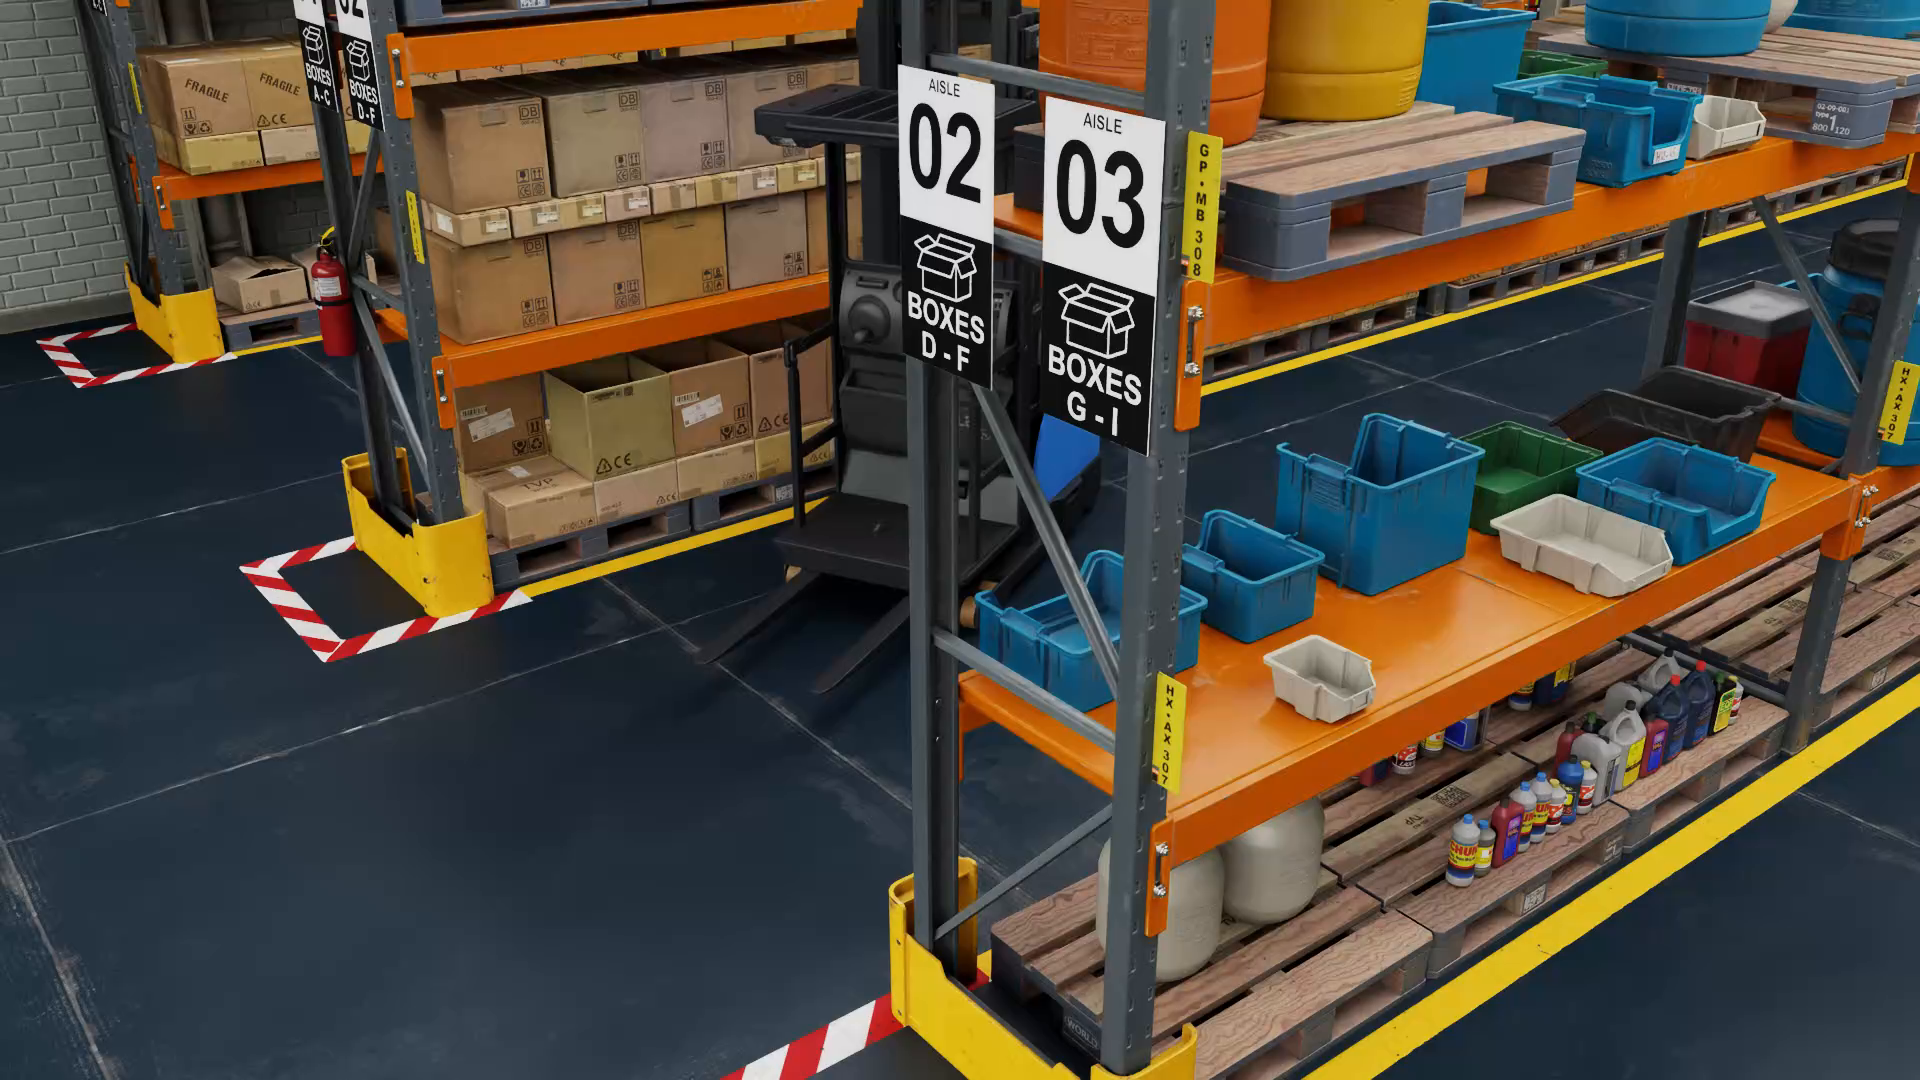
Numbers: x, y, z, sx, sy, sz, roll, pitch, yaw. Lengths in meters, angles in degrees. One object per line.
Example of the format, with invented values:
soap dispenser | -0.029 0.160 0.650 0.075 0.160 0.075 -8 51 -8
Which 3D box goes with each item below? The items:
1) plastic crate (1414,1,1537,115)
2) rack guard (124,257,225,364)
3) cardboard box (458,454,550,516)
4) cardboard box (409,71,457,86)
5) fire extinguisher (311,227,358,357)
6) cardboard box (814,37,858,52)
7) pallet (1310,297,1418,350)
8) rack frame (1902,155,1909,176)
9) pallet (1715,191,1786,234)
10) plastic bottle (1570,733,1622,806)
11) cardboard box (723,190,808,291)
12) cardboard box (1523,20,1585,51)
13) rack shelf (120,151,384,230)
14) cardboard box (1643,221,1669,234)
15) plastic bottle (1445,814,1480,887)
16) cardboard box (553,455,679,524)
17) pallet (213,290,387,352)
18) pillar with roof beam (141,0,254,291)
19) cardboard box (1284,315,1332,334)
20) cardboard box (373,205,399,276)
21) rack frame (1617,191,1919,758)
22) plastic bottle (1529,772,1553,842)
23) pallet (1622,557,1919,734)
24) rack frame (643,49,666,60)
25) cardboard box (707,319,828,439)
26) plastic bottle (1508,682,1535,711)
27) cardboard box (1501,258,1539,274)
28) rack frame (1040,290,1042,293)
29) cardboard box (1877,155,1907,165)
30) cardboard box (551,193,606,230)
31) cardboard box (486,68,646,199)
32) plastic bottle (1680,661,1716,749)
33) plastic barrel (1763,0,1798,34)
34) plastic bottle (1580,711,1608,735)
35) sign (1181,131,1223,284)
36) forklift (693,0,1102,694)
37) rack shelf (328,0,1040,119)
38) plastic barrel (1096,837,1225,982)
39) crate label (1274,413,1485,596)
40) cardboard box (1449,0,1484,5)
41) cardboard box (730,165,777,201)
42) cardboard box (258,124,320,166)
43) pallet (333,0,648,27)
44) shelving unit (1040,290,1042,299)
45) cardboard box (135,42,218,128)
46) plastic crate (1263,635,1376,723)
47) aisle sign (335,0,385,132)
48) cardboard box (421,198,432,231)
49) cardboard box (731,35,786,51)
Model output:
plastic crate | 1.516 -1.507 5.389 0.575 0.384 0.392 -18 31 -34
rack guard | -5.852 -1.726 12.375 0.348 0.500 1.175 -18 31 -34
cardboard box | -2.612 -0.380 9.274 0.500 0.250 0.500 -18 31 -34
cardboard box | -4.146 -3.541 12.580 0.500 0.500 0.500 -17 30 -32
fire extinguisher | -3.232 -1.288 8.554 0.183 0.674 0.296 -18 31 -34
cardboard box | -0.447 -2.624 9.680 0.500 0.500 0.700 -18 31 -34
pallet | 2.771 -1.812 12.904 1.213 0.211 1.003 -18 31 -34
rack frame | 9.739 -5.356 17.228 0.127 3.000 1.000 -18 31 -34
pallet | 7.132 -3.230 15.960 1.213 0.211 1.003 -18 31 -34
plastic bottle | 2.485 0.876 6.512 0.135 0.276 0.152 -18 30 -33
cardboard box | -1.260 -1.765 9.372 0.500 0.500 0.700 -17 30 -33
cardboard box | 4.707 -3.889 13.449 0.500 0.500 0.700 -12 28 -24
rack shelf | -4.338 -3.033 13.077 4.000 0.370 1.077 -18 31 -34
cardboard box | 5.985 -3.034 14.671 0.500 0.500 0.500 -18 30 -34
plastic bottle | 1.821 1.112 6.009 0.097 0.271 0.097 0 25 0
cardboard box | -1.902 -0.340 9.187 0.500 0.250 0.500 -18 31 -34
pallet | -5.191 -1.794 12.865 1.213 0.211 1.003 -18 31 -34
pillar with roof beam | -3.238 -4.603 8.480 0.400 9.000 9.100 -18 31 -34
cardboard box | 2.379 -1.739 12.202 0.500 0.250 0.500 -17 30 -33
cardboard box | -4.255 -2.378 13.257 0.500 0.500 0.700 -21 32 -37
rack frame | 3.349 -0.597 6.973 0.127 3.000 1.000 -18 31 -34
plastic bottle | 2.169 0.997 6.257 0.097 0.271 0.097 0 25 0
pallet | 3.943 0.451 8.028 1.213 0.211 1.003 -18 31 -34
rack frame | -2.764 -3.879 14.045 0.127 3.000 1.000 -18 31 -34
cardboard box | -1.111 -0.938 9.584 0.500 0.500 0.500 -18 31 -34
plastic bottle | 2.418 0.591 7.132 0.097 0.271 0.097 0 25 0
cardboard box | 4.386 -2.505 13.532 0.500 0.500 0.500 -20 31 -36
rack frame | 0.507 -0.964 9.904 0.240 1.200 0.006 11 24 23
cardboard box | 9.463 -4.199 17.181 0.500 0.500 0.500 -18 31 -34
cardboard box | -2.007 -1.704 8.469 0.250 0.149 0.380 -18 30 -34
cardboard box | -2.025 -2.103 8.558 0.500 0.500 0.700 -19 31 -35
plastic bottle | 3.020 0.668 6.872 0.185 0.351 0.144 -19 31 -35
plastic barrel | 2.889 -2.152 6.129 0.421 0.512 0.421 0 25 0
plastic bottle | 2.532 0.805 6.657 0.133 0.283 0.061 -18 31 -34
sign | 0.538 -0.739 3.706 0.005 0.325 0.100 -18 31 -34
forklift | -0.265 -1.092 8.121 1.130 2.935 3.031 11 27 23
rack shelf | -1.278 -2.754 8.912 4.000 0.370 1.077 -18 31 -34
plastic barrel | 0.672 1.184 5.593 0.421 0.512 0.421 0 25 0
crate label | 1.483 -0.142 5.950 0.616 0.435 0.502 -18 31 -34
cardboard box | 5.718 -6.804 19.991 0.700 0.700 0.980 -19 31 -34
cardboard box | -1.200 -1.969 9.040 0.250 0.149 0.380 -18 30 -34
cardboard box | -4.932 -2.942 12.181 0.500 0.250 0.500 -19 31 -36
pallet | -2.280 -2.696 8.037 1.213 0.211 1.003 -18 31 -34
shelving unit | 0.468 -0.935 9.827 0.258 1.200 0.189 11 24 23
cardboard box | -5.672 -3.314 12.091 0.500 0.500 0.500 -19 31 -35
plastic crate | 1.104 0.436 5.061 0.250 0.136 0.298 -18 31 -34
aisle sign | -2.715 -2.261 7.470 0.004 0.787 0.394 -18 31 -34
cardboard box | -2.669 -1.702 8.465 0.250 0.149 0.380 -19 31 -35
cardboard box | -1.898 -4.388 14.500 0.500 0.500 0.700 -15 29 -29
